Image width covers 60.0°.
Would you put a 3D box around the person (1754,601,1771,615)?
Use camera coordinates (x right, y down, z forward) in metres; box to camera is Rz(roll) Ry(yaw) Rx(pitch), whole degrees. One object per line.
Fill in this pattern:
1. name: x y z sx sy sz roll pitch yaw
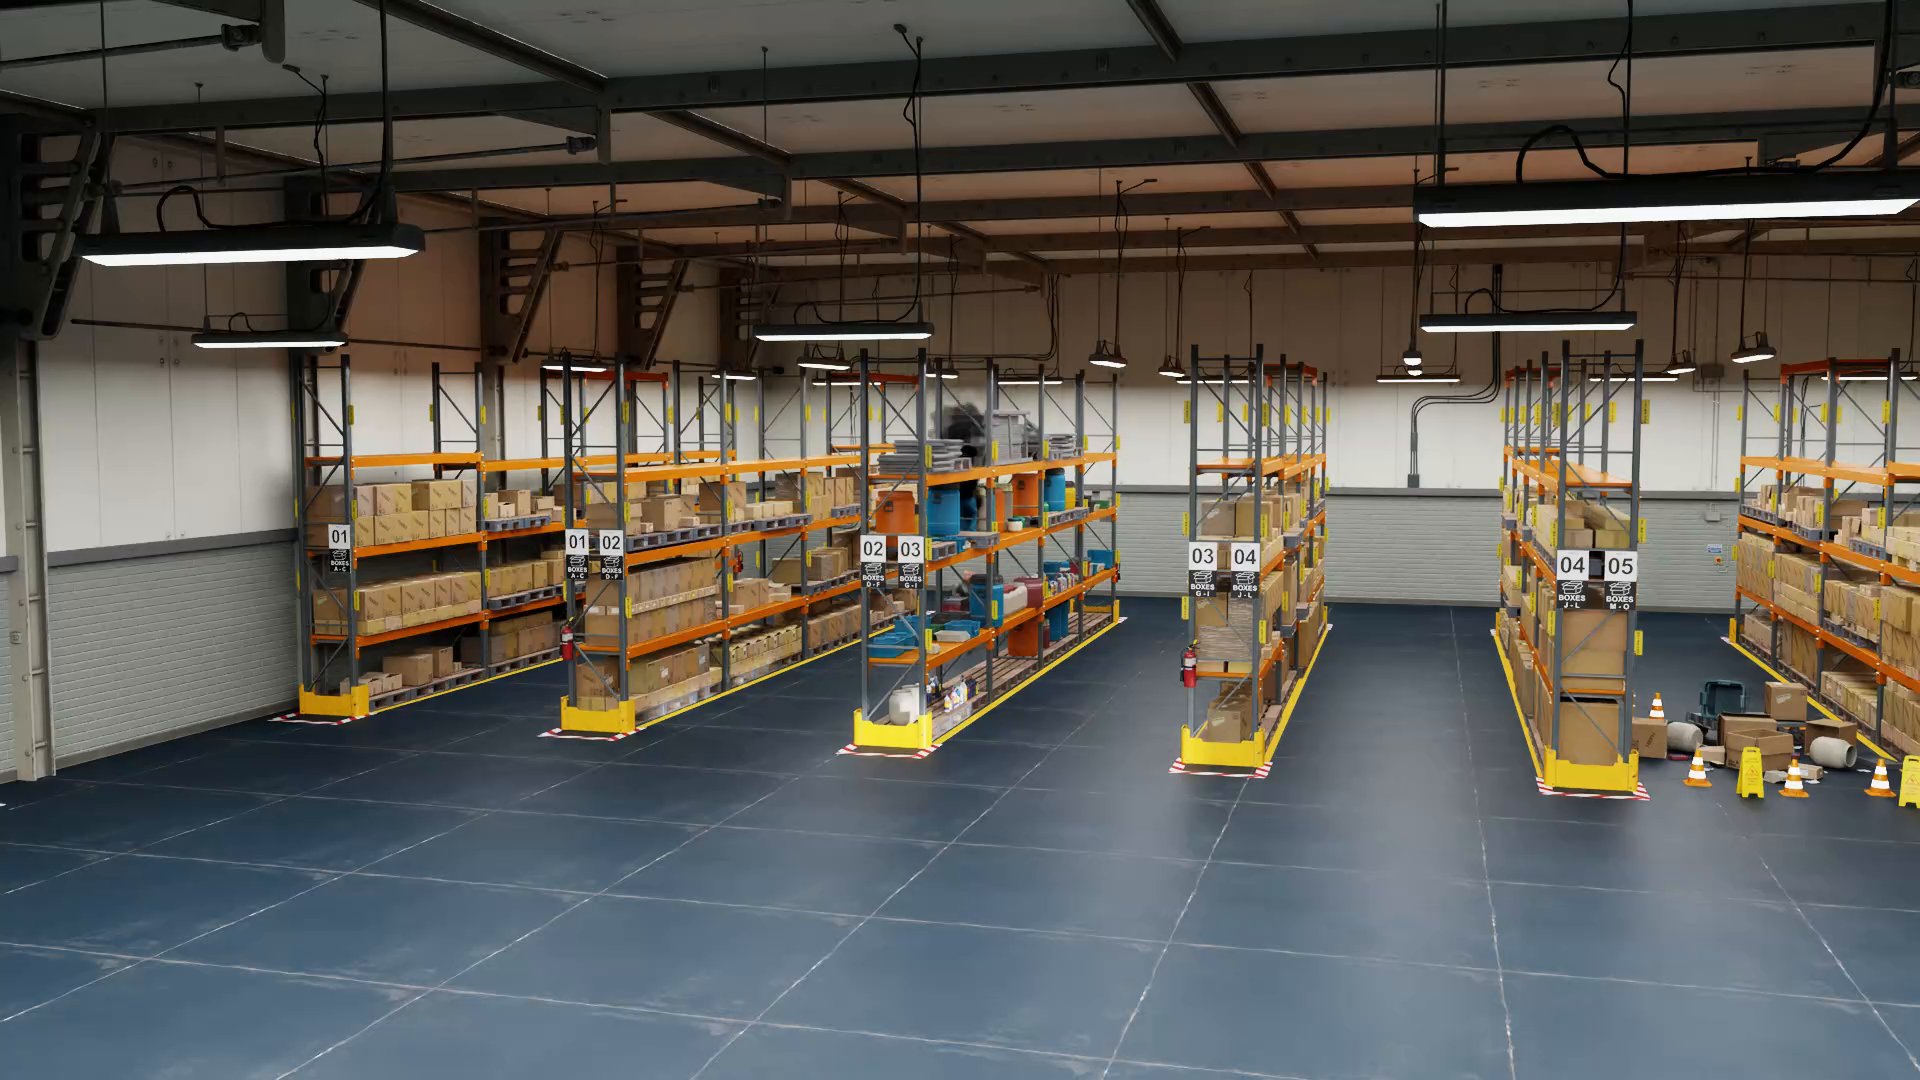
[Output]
1. person: 18.275 1.354 37.591 0.574 1.655 0.743 3 5 38

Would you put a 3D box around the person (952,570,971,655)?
1. person: 0.132 1.531 34.997 0.639 1.752 0.734 1 4 16
